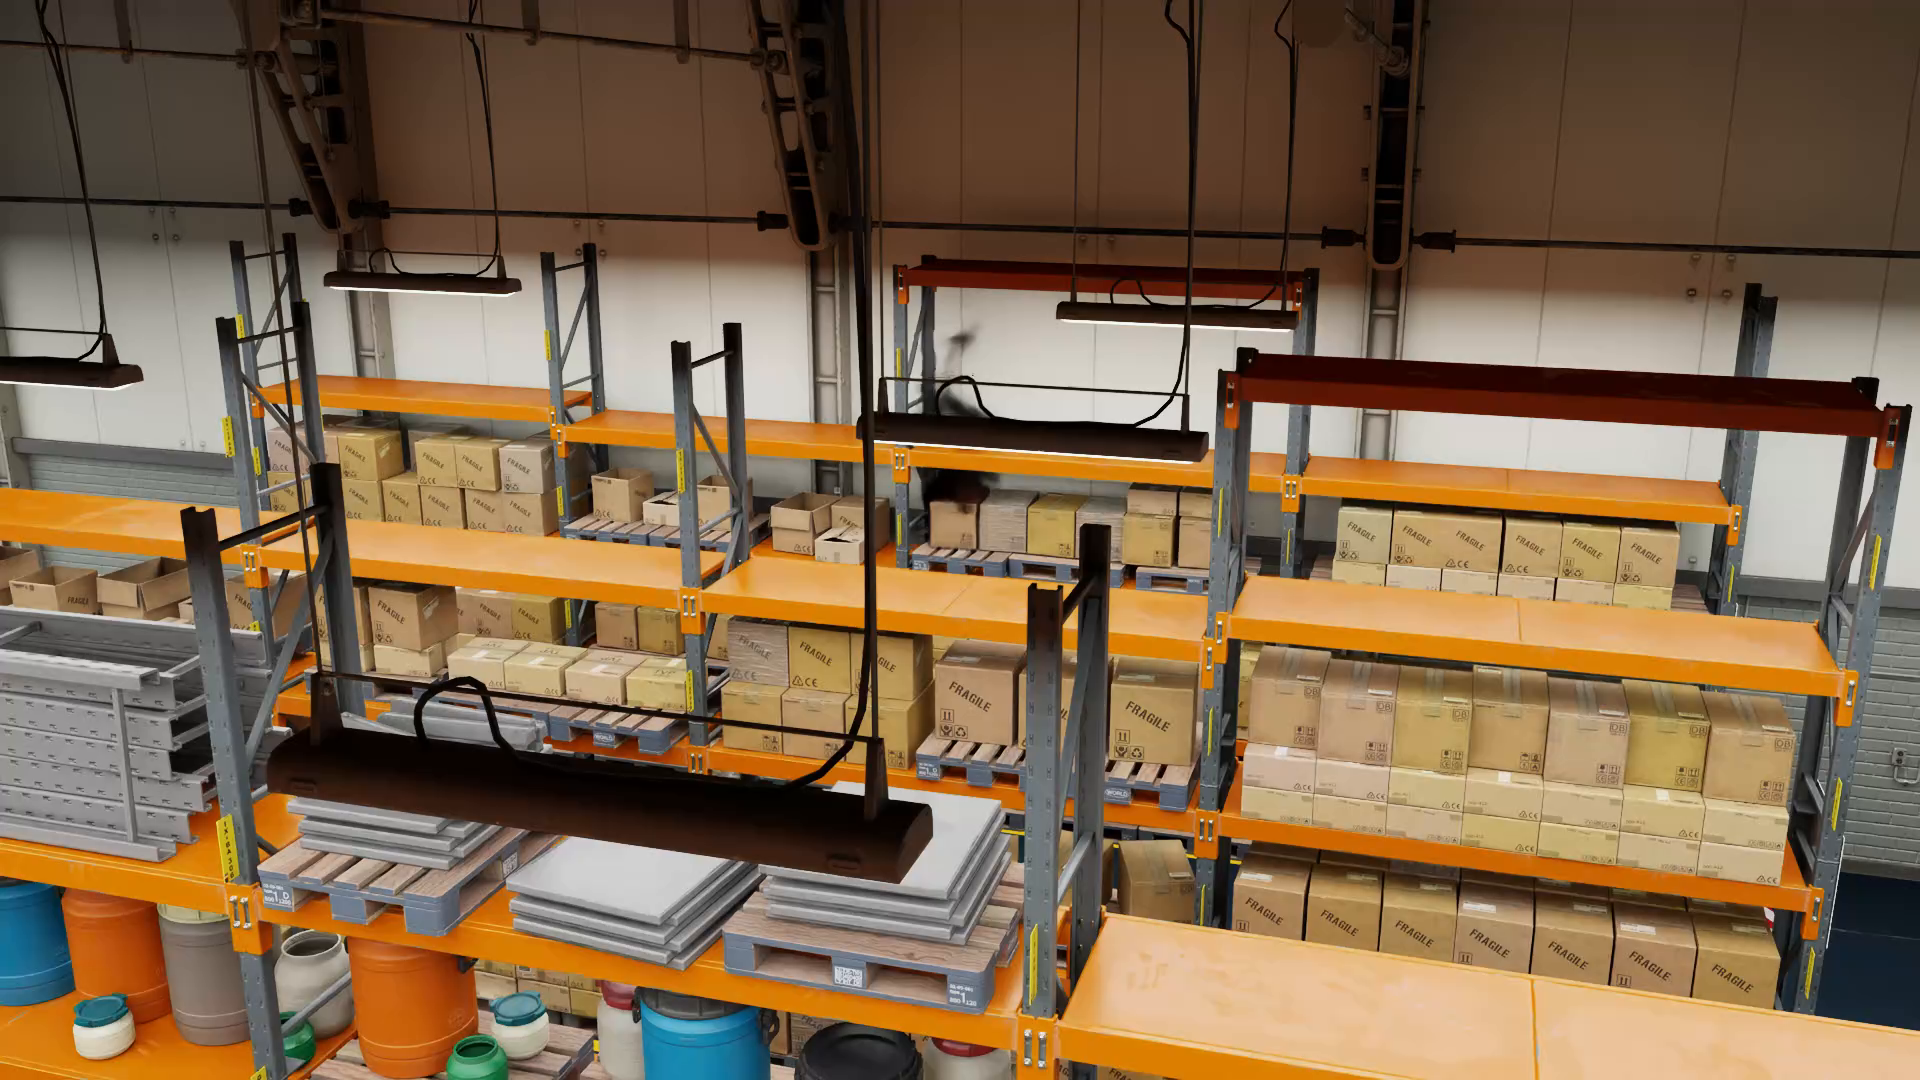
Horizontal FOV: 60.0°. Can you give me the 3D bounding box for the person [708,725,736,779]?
[{"bbox_3d":[-2.400,2.437,16.241,0.556,1.666,0.574,2,16,8],"label":"person"}]
